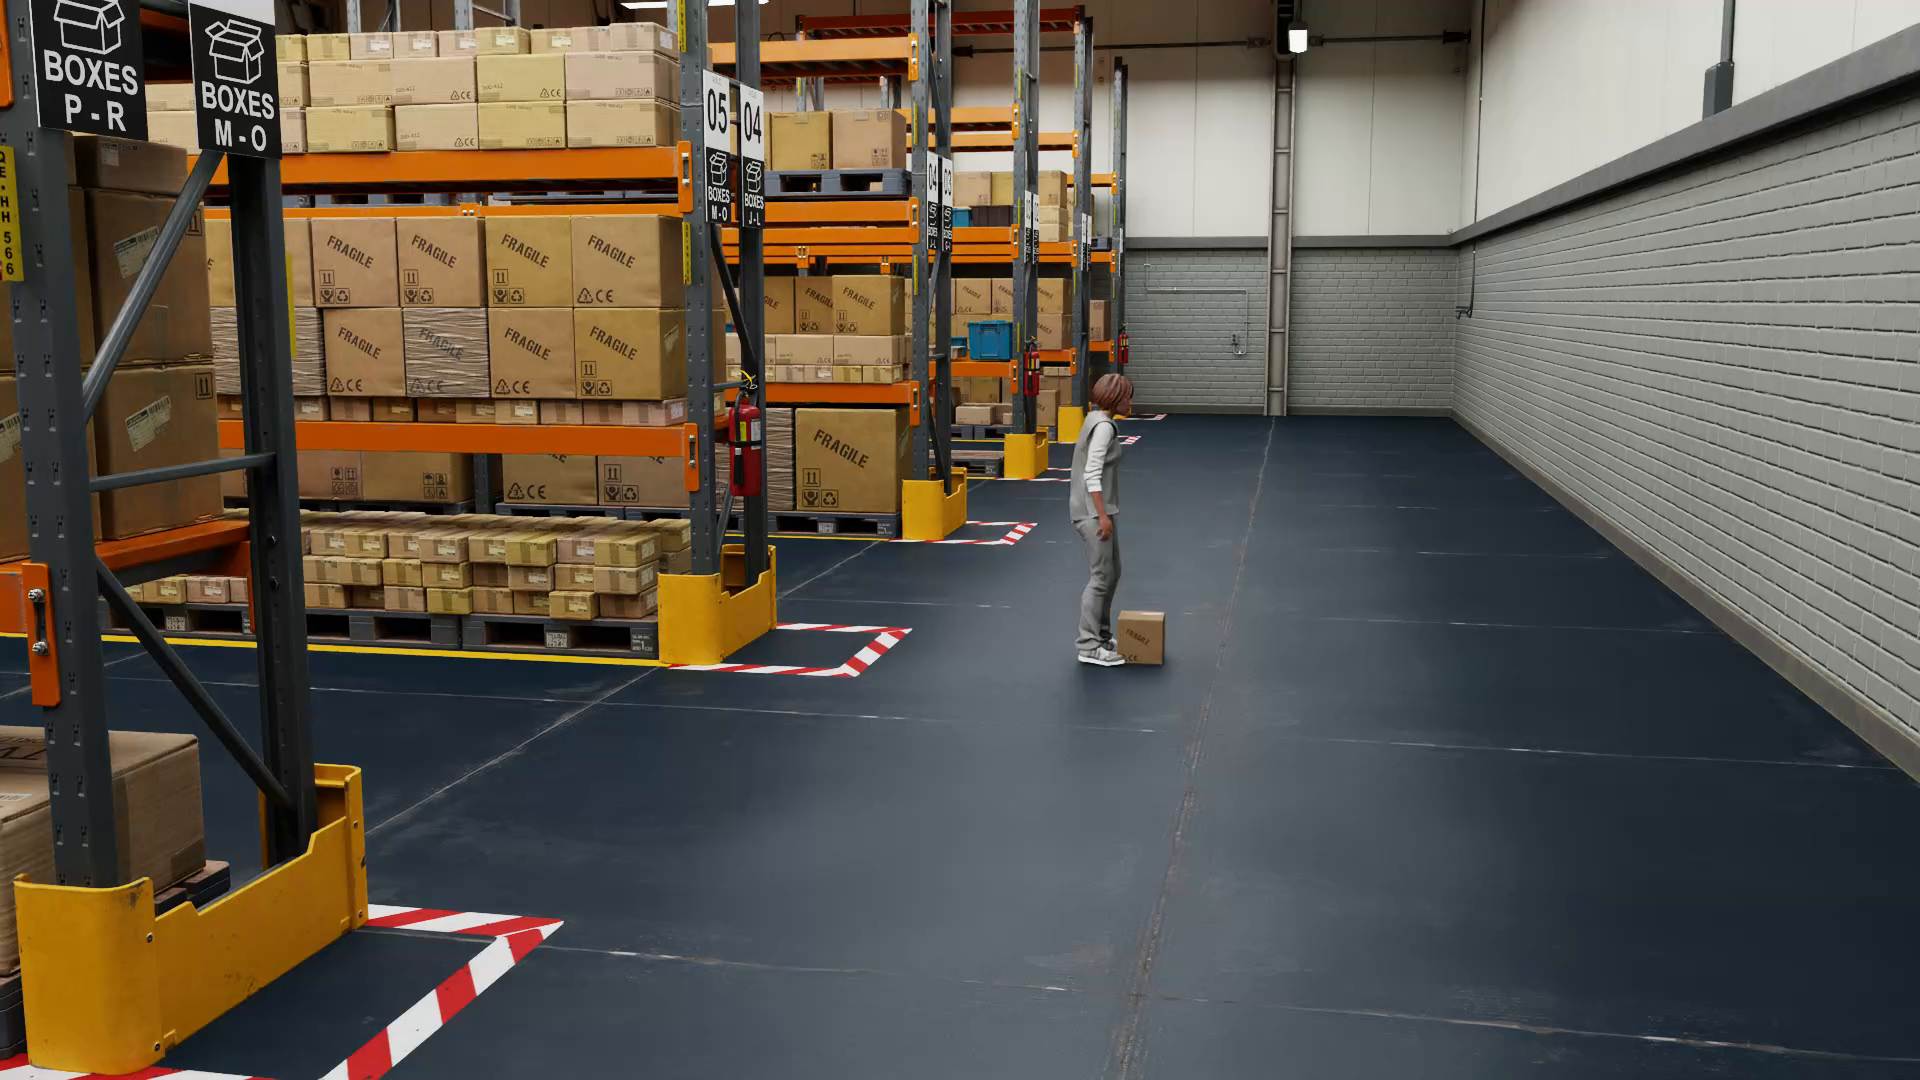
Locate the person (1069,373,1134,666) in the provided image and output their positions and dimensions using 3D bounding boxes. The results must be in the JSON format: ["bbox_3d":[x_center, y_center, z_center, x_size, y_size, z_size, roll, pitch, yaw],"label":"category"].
[{"bbox_3d":[0.794,-0.125,9.234,0.378,1.592,0.480,1,8,8],"label":"person"}]
